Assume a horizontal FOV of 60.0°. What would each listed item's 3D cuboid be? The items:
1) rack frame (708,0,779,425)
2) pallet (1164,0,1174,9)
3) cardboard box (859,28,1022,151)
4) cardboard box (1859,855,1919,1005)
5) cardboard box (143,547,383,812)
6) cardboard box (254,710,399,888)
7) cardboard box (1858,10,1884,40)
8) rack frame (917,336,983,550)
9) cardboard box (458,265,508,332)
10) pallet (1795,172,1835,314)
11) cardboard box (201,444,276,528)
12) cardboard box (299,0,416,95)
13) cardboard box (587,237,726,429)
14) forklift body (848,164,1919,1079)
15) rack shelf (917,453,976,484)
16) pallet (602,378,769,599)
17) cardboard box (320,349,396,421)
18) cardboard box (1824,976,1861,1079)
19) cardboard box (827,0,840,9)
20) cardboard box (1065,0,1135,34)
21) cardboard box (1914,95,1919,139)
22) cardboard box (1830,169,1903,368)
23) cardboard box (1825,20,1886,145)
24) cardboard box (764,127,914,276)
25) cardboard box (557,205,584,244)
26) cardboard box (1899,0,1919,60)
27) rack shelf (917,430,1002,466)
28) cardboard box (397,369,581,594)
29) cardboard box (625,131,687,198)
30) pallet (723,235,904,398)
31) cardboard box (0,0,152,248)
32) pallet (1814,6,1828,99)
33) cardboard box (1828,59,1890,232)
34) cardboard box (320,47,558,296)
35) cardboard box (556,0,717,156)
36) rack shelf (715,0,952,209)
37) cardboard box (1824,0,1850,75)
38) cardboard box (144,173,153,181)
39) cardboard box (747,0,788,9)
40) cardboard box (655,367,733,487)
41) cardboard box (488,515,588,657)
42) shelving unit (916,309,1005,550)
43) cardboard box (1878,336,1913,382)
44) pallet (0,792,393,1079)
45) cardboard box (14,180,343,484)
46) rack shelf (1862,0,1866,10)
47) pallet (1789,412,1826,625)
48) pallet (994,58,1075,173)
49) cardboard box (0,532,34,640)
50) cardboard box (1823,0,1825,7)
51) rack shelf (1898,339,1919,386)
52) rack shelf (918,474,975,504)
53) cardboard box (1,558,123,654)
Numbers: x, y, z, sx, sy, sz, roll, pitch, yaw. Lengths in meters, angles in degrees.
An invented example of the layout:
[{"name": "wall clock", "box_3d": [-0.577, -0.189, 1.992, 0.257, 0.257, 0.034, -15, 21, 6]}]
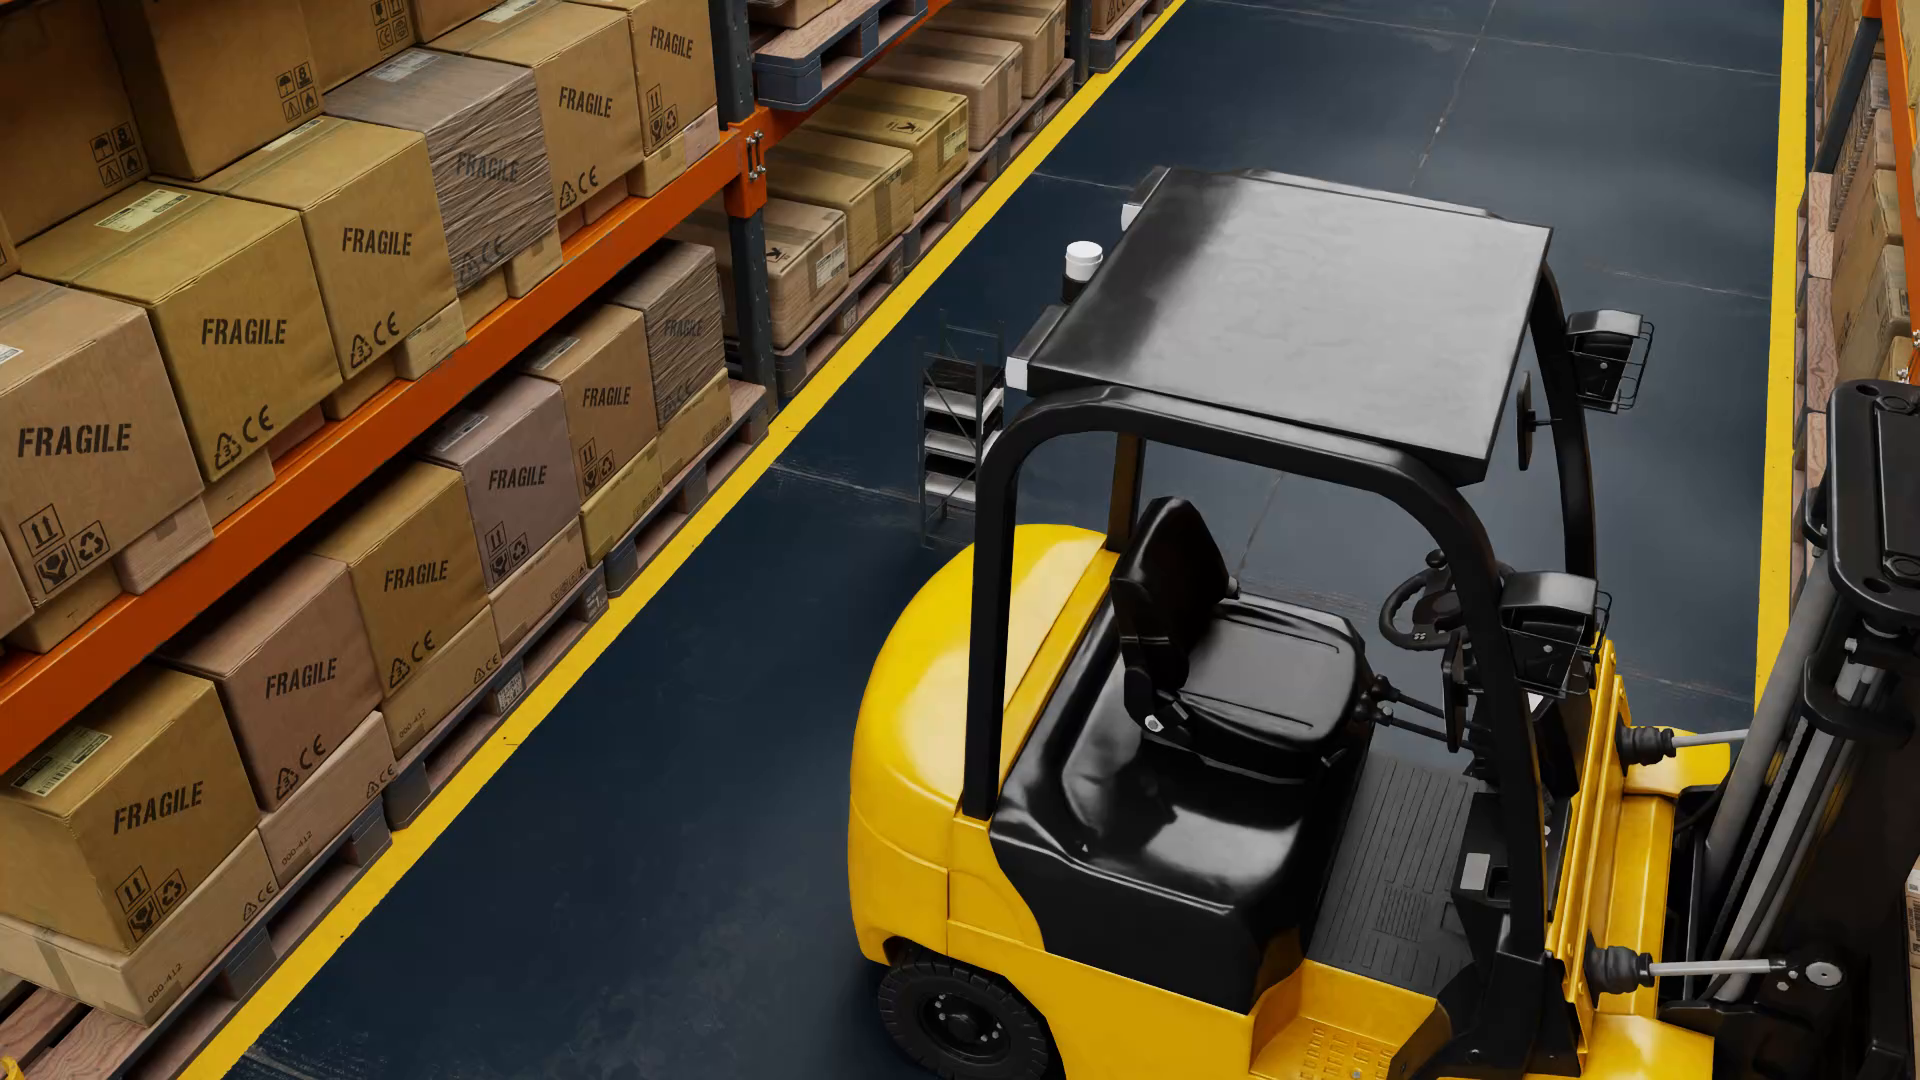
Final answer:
[{"name": "rack frame", "box_3d": [-1.243, -1.811, 6.167, 1.000, 3.000, 0.127, 14, 39, 18]}, {"name": "pallet", "box_3d": [1.114, -4.001, 11.427, 1.003, 0.211, 1.213, 14, 39, 18]}, {"name": "cardboard box", "box_3d": [-0.219, -2.420, 8.827, 0.950, 0.372, 0.625, 13, 39, 17]}, {"name": "cardboard box", "box_3d": [2.285, 0.895, 3.658, 0.500, 0.250, 0.500, 13, 39, 17]}, {"name": "cardboard box", "box_3d": [-1.999, 0.349, 4.597, 0.500, 0.500, 0.500, 12, 39, 16]}, {"name": "cardboard box", "box_3d": [-2.001, 0.672, 4.791, 0.500, 0.250, 0.500, 15, 39, 19]}, {"name": "cardboard box", "box_3d": [4.824, -2.655, 8.492, 0.380, 0.149, 0.250, 12, 38, 16]}, {"name": "rack frame", "box_3d": [-0.036, -0.309, 5.911, 0.240, 0.900, 0.006, 14, 39, 18]}, {"name": "cardboard box", "box_3d": [-1.592, -0.765, 4.977, 0.380, 0.149, 0.250, 13, 39, 17]}, {"name": "pallet", "box_3d": [4.521, -1.333, 7.857, 1.003, 0.211, 1.213, 14, 39, 18]}, {"name": "cardboard box", "box_3d": [-1.979, -0.189, 4.207, 0.380, 0.149, 0.250, 15, 39, 19]}, {"name": "cardboard box", "box_3d": [-2.042, -1.627, 4.754, 0.700, 0.500, 0.500, 13, 39, 17]}, {"name": "cardboard box", "box_3d": [-1.220, -0.789, 6.120, 0.500, 0.500, 0.500, 13, 39, 17]}, {"name": "forklift body", "box_3d": [0.861, 0.407, 3.909, 2.313, 2.155, 1.214, 14, 39, 18]}, {"name": "rack shelf", "box_3d": [0.003, -0.266, 6.060, 0.258, 0.077, 0.200, 14, 39, 18]}, {"name": "pallet", "box_3d": [-1.466, -0.314, 6.494, 1.003, 0.211, 1.213, 14, 39, 18]}, {"name": "cardboard box", "box_3d": [-1.806, -0.488, 4.607, 0.380, 0.149, 0.250, 13, 39, 17]}, {"name": "cardboard box", "box_3d": [2.294, 1.083, 3.824, 0.500, 0.250, 0.500, 14, 39, 18]}, {"name": "cardboard box", "box_3d": [-0.637, -2.249, 6.612, 0.380, 0.149, 0.250, 15, 39, 19]}, {"name": "cardboard box", "box_3d": [0.619, -3.706, 10.127, 0.875, 0.875, 0.875, 14, 39, 17]}, {"name": "cardboard box", "box_3d": [3.702, -1.508, 5.888, 0.500, 0.250, 0.500, 14, 39, 18]}, {"name": "cardboard box", "box_3d": [4.123, -1.035, 6.762, 0.875, 0.625, 0.625, 12, 38, 16]}, {"name": "cardboard box", "box_3d": [4.833, -2.347, 8.622, 0.500, 0.500, 0.500, 15, 39, 19]}, {"name": "cardboard box", "box_3d": [-0.775, -1.616, 7.751, 0.950, 0.372, 0.625, 16, 40, 21]}, {"name": "cardboard box", "box_3d": [-1.451, -1.062, 5.375, 0.380, 0.149, 0.250, 13, 39, 17]}, {"name": "cardboard box", "box_3d": [4.090, -2.083, 6.656, 0.500, 0.250, 0.500, 13, 39, 16]}, {"name": "rack shelf", "box_3d": [0.003, -0.338, 6.007, 0.258, 0.077, 0.200, 14, 39, 18]}, {"name": "cardboard box", "box_3d": [-1.605, -0.225, 5.365, 0.500, 0.500, 0.500, 16, 40, 20]}, {"name": "cardboard box", "box_3d": [-1.172, -1.323, 5.725, 0.380, 0.149, 0.250, 15, 39, 19]}, {"name": "pallet", "box_3d": [-0.948, -1.125, 7.579, 1.003, 0.211, 1.213, 14, 39, 18]}, {"name": "cardboard box", "box_3d": [-2.474, -1.073, 4.013, 0.700, 0.500, 0.500, 13, 39, 17]}, {"name": "pallet", "box_3d": [5.655, -2.858, 9.897, 1.003, 0.211, 1.213, 14, 39, 18]}, {"name": "cardboard box", "box_3d": [4.621, -1.772, 7.748, 0.875, 0.625, 0.625, 15, 39, 19]}, {"name": "cardboard box", "box_3d": [-1.565, -1.093, 4.874, 0.500, 0.500, 0.500, 15, 39, 19]}, {"name": "cardboard box", "box_3d": [-1.182, -1.667, 5.643, 0.500, 0.500, 0.500, 13, 39, 17]}, {"name": "rack shelf", "box_3d": [-0.482, -2.630, 7.864, 1.077, 0.370, 4.000, 14, 39, 18]}, {"name": "cardboard box", "box_3d": [5.230, -2.912, 9.378, 0.500, 0.500, 0.500, 16, 39, 20]}, {"name": "cardboard box", "box_3d": [-2.215, -0.947, 4.680, 0.500, 0.500, 0.500, 14, 39, 18]}, {"name": "cardboard box", "box_3d": [-0.799, -2.332, 6.182, 0.500, 0.500, 0.500, 15, 39, 19]}, {"name": "cardboard box", "box_3d": [-1.219, -0.489, 6.345, 0.500, 0.250, 0.500, 16, 40, 20]}, {"name": "cardboard box", "box_3d": [-1.611, 0.088, 5.572, 0.500, 0.250, 0.500, 14, 39, 18]}, {"name": "shelving unit", "box_3d": [0.003, -0.365, 5.987, 0.258, 0.900, 0.210, 14, 39, 18]}, {"name": "cardboard box", "box_3d": [3.537, -0.191, 5.632, 0.875, 0.625, 0.625, 16, 40, 20]}, {"name": "pallet", "box_3d": [-2.394, 1.037, 4.686, 1.003, 0.211, 1.213, 14, 39, 18]}, {"name": "cardboard box", "box_3d": [-1.941, -0.524, 4.114, 0.500, 0.500, 0.500, 13, 39, 17]}, {"name": "rack shelf", "box_3d": [5.632, -3.716, 9.317, 1.077, 0.370, 4.000, 14, 39, 18]}, {"name": "pallet", "box_3d": [3.593, 0.018, 6.050, 1.003, 0.211, 1.213, 14, 39, 18]}, {"name": "pallet", "box_3d": [-0.020, -2.476, 9.387, 1.003, 0.211, 1.213, 14, 39, 18]}, {"name": "cardboard box", "box_3d": [-2.328, 0.046, 3.352, 0.500, 0.500, 0.500, 13, 39, 17]}, {"name": "cardboard box", "box_3d": [5.613, -3.490, 10.150, 0.500, 0.500, 0.500, 13, 39, 16]}, {"name": "rack shelf", "box_3d": [2.588, 0.713, 3.391, 1.077, 0.370, 4.000, 14, 39, 18]}, {"name": "rack shelf", "box_3d": [0.003, -0.194, 6.114, 0.258, 0.077, 0.200, 14, 39, 18]}, {"name": "cardboard box", "box_3d": [-2.185, 0.092, 3.831, 0.380, 0.149, 0.250, 13, 39, 16]}]
